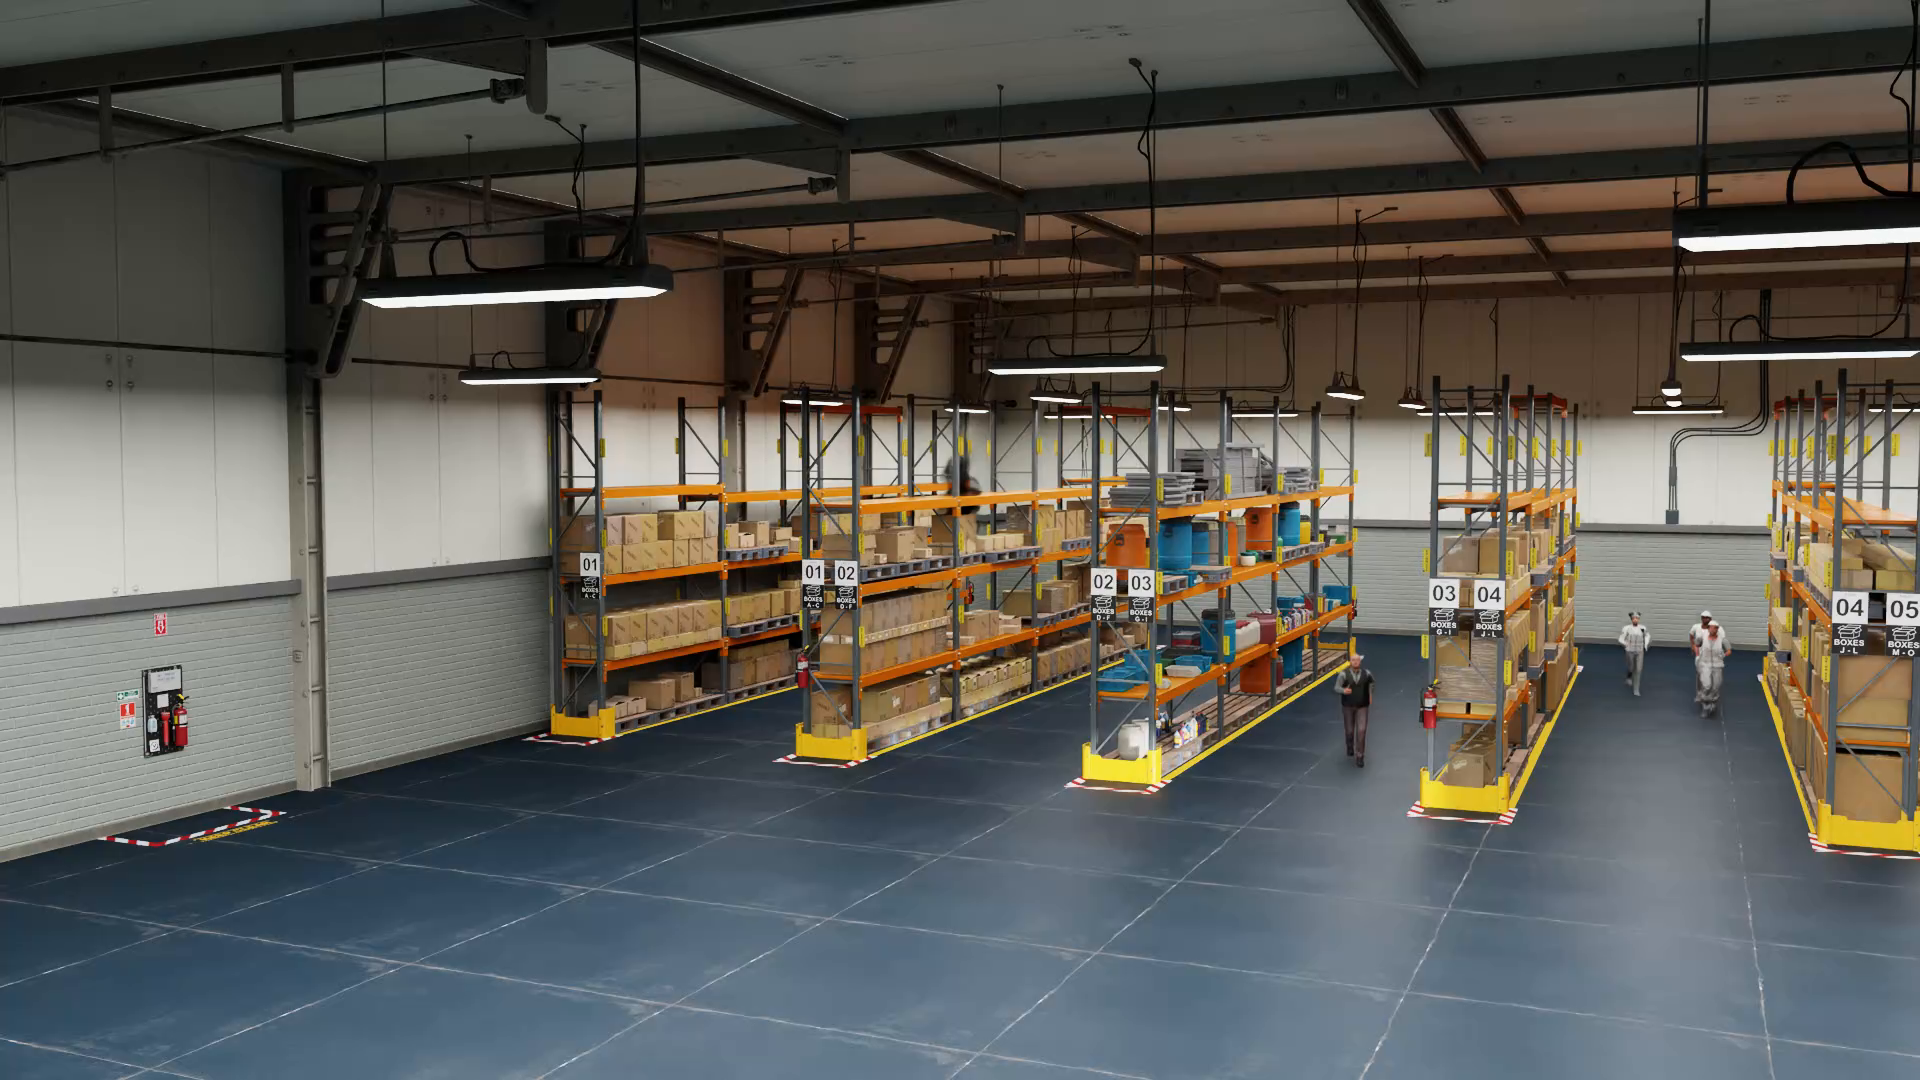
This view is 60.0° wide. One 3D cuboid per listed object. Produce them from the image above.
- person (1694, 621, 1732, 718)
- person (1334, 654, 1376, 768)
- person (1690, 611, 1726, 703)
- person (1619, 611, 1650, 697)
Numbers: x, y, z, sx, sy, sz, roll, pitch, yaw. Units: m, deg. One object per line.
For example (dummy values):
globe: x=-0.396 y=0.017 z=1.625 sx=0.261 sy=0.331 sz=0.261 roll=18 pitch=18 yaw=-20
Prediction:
person: x=14.019 y=2.411 z=30.967 sx=0.637 sy=1.834 sz=0.767 roll=1 pitch=3 yaw=21
person: x=6.256 y=2.662 z=26.332 sx=0.657 sy=1.724 sz=0.950 roll=1 pitch=3 yaw=10
person: x=14.795 y=2.303 z=32.903 sx=0.686 sy=1.821 sz=0.785 roll=2 pitch=4 yaw=26
person: x=13.767 y=2.294 z=33.927 sx=0.617 sy=1.700 sz=0.882 roll=1 pitch=3 yaw=15
